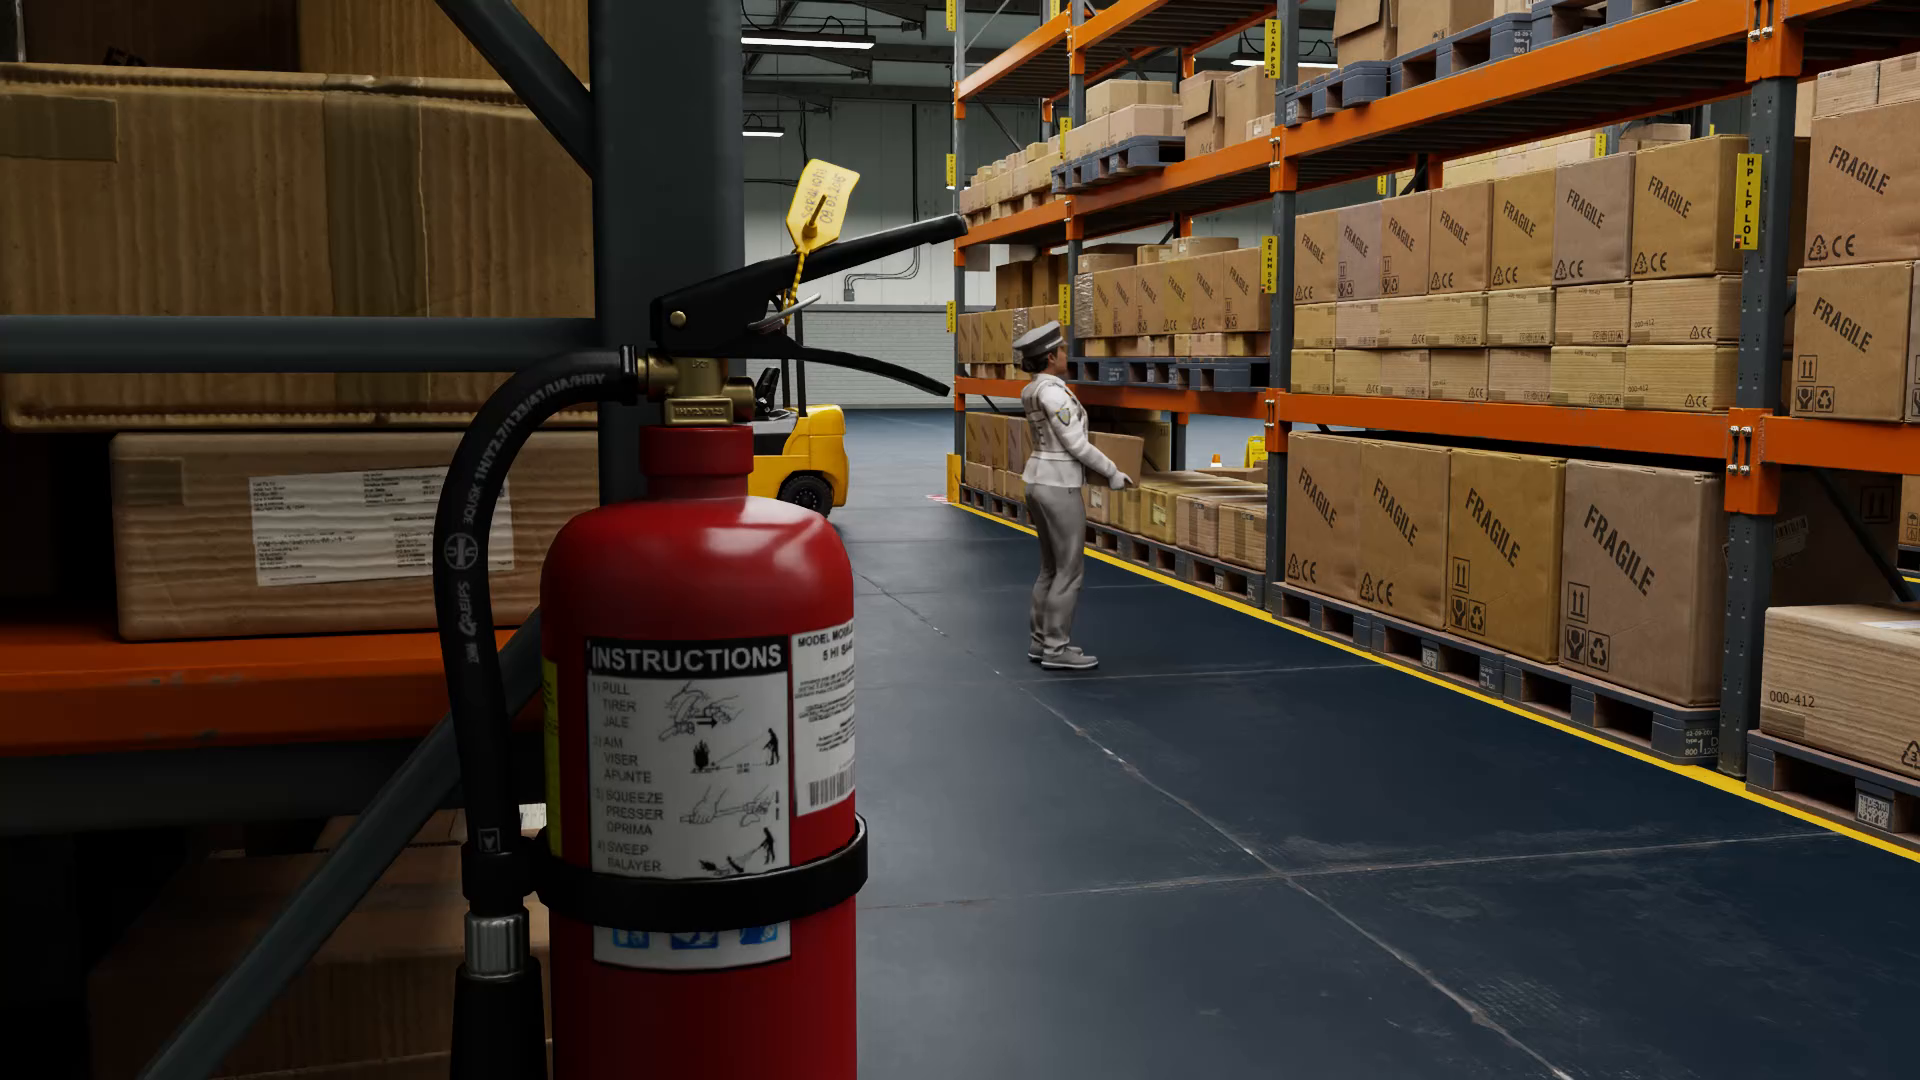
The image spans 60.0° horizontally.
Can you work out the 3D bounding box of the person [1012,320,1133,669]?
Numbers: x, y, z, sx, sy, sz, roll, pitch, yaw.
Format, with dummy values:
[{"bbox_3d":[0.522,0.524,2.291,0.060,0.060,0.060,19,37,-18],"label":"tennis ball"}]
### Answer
[{"bbox_3d":[0.535,-0.227,8.137,0.556,1.686,0.460,-2,6,-14],"label":"person"}]
